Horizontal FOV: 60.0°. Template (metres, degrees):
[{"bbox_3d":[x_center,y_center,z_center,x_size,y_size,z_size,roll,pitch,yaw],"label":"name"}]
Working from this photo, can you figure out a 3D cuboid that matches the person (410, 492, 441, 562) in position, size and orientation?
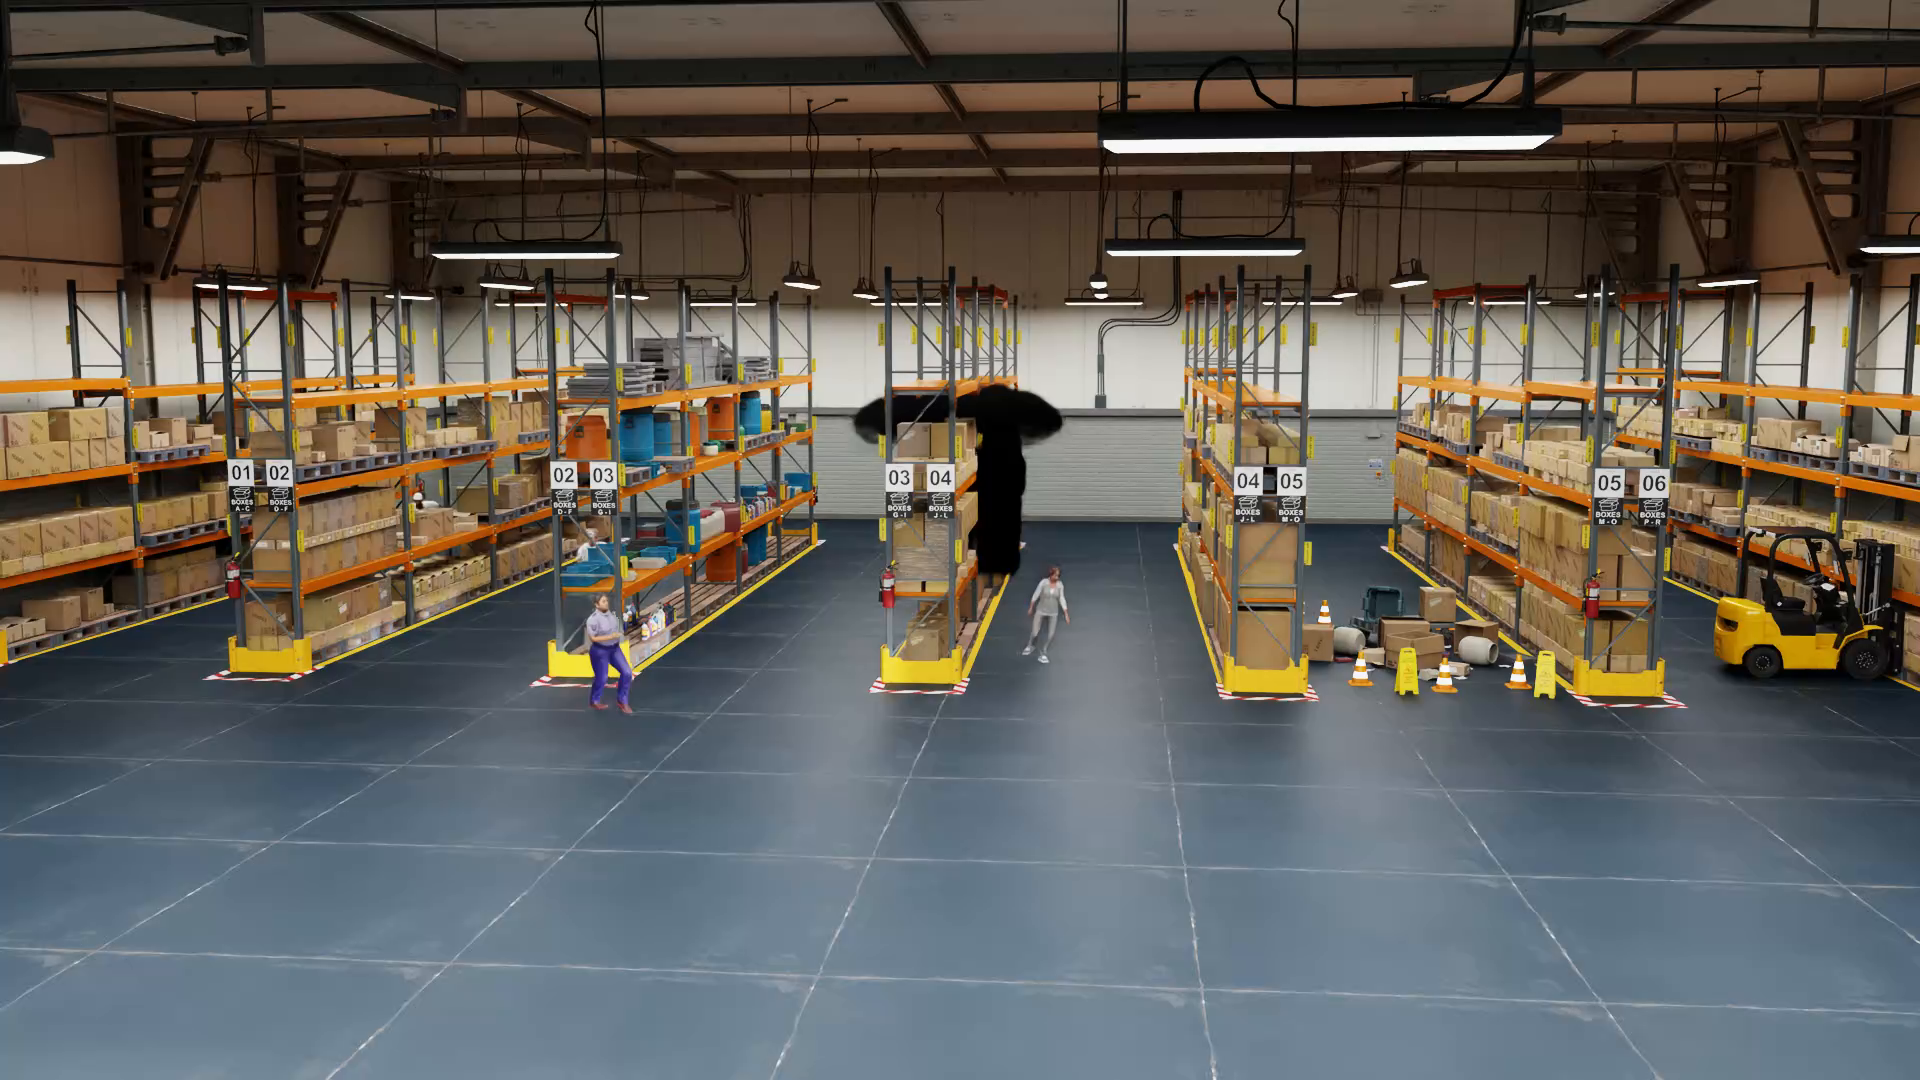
[{"bbox_3d":[-11.696,-0.216,36.334,0.736,1.716,1.045,0,7,-1],"label":"person"}]

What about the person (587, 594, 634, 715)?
[{"bbox_3d":[-4.746,1.535,22.093,0.671,1.684,0.611,5,9,36],"label":"person"}]

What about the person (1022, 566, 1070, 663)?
[{"bbox_3d":[1.320,1.131,25.599,0.669,1.526,0.575,-1,7,-7],"label":"person"}]

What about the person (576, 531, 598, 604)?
[{"bbox_3d":[-6.426,0.634,29.204,0.561,1.640,0.979,0,7,3],"label":"person"}]
